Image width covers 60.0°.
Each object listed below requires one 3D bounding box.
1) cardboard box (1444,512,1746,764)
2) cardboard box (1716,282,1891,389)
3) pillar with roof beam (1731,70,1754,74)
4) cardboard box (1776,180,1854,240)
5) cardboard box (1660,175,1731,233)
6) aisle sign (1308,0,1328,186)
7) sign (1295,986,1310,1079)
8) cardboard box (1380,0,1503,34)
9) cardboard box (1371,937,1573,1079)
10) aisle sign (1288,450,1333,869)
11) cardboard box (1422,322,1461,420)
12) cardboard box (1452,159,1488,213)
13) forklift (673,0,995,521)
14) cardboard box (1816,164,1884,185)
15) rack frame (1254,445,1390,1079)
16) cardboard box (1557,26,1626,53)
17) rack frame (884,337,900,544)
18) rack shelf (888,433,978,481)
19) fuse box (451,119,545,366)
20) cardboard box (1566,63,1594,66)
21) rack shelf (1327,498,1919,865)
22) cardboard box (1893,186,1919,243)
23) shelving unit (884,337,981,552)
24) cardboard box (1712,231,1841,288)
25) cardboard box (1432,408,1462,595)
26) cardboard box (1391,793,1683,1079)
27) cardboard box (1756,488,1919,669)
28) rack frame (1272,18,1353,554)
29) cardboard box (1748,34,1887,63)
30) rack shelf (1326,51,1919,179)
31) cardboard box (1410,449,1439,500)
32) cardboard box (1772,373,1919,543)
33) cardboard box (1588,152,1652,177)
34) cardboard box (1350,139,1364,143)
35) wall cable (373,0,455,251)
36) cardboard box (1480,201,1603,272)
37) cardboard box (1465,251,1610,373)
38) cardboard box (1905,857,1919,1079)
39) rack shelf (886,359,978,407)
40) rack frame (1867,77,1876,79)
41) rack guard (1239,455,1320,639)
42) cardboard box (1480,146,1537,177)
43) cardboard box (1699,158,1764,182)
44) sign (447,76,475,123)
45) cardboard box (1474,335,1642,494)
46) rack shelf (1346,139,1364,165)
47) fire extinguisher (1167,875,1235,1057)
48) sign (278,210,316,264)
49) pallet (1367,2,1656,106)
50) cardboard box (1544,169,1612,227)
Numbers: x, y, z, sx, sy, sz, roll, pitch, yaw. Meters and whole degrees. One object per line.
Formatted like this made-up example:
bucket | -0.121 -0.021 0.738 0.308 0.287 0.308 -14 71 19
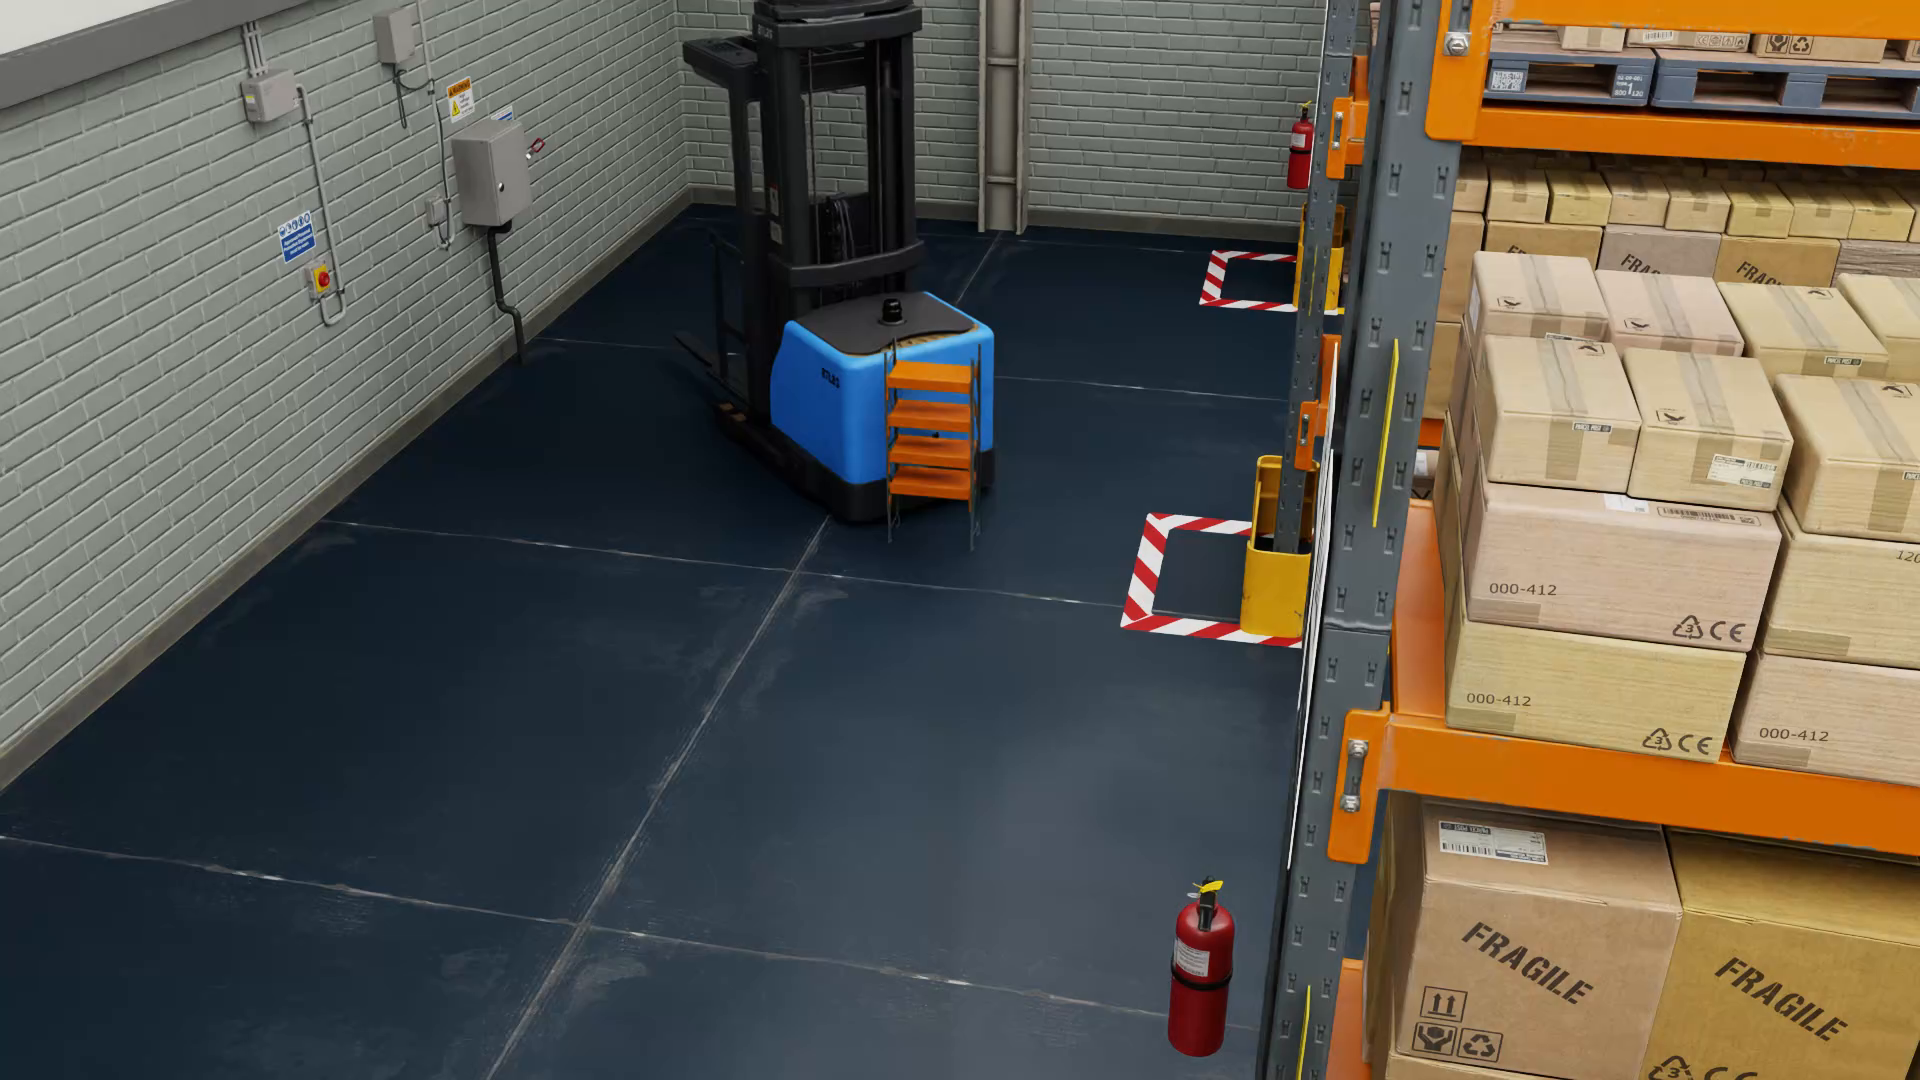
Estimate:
cardboard box | 1.249 0.172 3.344 0.500 0.250 0.500 7 29 12
cardboard box | 1.721 -0.395 3.445 0.250 0.149 0.380 5 29 9
pillar with roof beam | 5.351 -4.111 7.888 0.400 9.000 9.100 6 29 11
cardboard box | 3.862 -1.500 7.546 0.250 0.149 0.380 6 29 11
cardboard box | 3.353 -1.542 7.622 0.250 0.149 0.380 6 29 11
aisle sign | 1.667 -2.089 7.735 0.004 0.787 0.394 6 29 11
sign | 0.750 1.132 3.656 0.005 0.325 0.100 6 29 11
cardboard box | 2.257 -2.553 7.780 0.500 0.250 0.500 3 29 6
cardboard box | 1.244 1.258 3.915 0.500 0.500 0.500 7 30 13
aisle sign | 0.729 0.251 3.462 0.004 0.787 0.394 6 29 11
cardboard box | 2.207 -0.938 8.236 0.500 0.500 0.500 6 29 10
cardboard box | 2.359 -1.686 7.885 0.250 0.149 0.380 7 29 12
forklift | -0.993 -2.062 10.464 1.130 2.935 3.031 -17 33 -28
cardboard box | 4.196 -1.701 7.913 0.250 0.149 0.380 6 29 10
rack frame | 0.863 1.257 4.330 0.127 3.000 1.000 6 29 11
cardboard box | 2.814 -2.294 7.413 0.250 0.149 0.380 7 29 12
rack frame | -0.390 -0.559 9.521 0.015 1.200 0.240 5 29 10
rack shelf | -0.150 -0.477 9.513 0.480 0.148 0.258 5 29 10
fuse box | -3.140 -2.039 11.692 0.414 1.711 0.539 6 29 11
cardboard box | 4.685 -3.480 12.049 0.500 0.500 0.500 7 29 12
rack shelf | 2.819 0.458 3.416 4.000 0.370 1.077 6 29 11
cardboard box | 4.361 -1.457 7.467 0.250 0.149 0.380 6 29 10
shelving unit | -0.150 -0.536 9.480 0.503 1.200 0.258 5 29 10
cardboard box | 3.708 -1.232 7.731 0.500 0.500 0.500 6 29 11
cardboard box | 1.363 -0.071 3.789 0.500 0.250 0.500 5 29 9
cardboard box | 1.247 0.814 3.684 0.500 0.500 0.500 6 29 10
cardboard box | 1.749 0.006 3.127 0.500 0.250 0.500 6 29 10
rack frame | 1.798 -1.077 8.594 0.127 3.000 1.000 6 29 11
cardboard box | 3.738 -2.392 7.227 0.500 0.500 0.500 6 29 11
rack shelf | 3.754 -1.877 7.681 4.000 0.370 1.077 6 29 11
cardboard box | 2.464 -0.119 9.074 0.875 0.438 0.875 5 29 9
cardboard box | 1.628 -0.152 3.001 0.250 0.149 0.380 6 29 10
cardboard box | 3.193 -1.798 8.090 0.250 0.149 0.380 6 29 10
cardboard box | 3.095 -3.137 12.618 0.250 0.149 0.380 6 29 10
wall cable | -3.437 -2.745 10.582 0.122 1.984 0.588 6 29 11
cardboard box | 2.715 -1.329 7.909 0.500 0.500 0.500 5 29 9
cardboard box | 1.250 -0.491 3.621 0.250 0.149 0.380 6 29 10
cardboard box | 2.246 0.924 3.483 0.500 0.500 0.500 5 29 9
rack shelf | -0.150 -0.881 9.292 0.480 0.148 0.258 5 29 10
rack frame | 6.743 -3.008 12.120 0.127 3.000 1.000 6 29 11
rack guard | 1.774 0.017 9.199 0.348 0.500 1.175 6 29 11
cardboard box | 2.714 -1.902 8.280 0.250 0.149 0.380 6 29 10
cardboard box | 3.703 -1.765 8.030 0.250 0.149 0.380 7 29 12
sign | -3.354 -2.961 11.175 0.001 0.242 0.339 6 29 11
cardboard box | 1.132 -0.247 3.175 0.250 0.149 0.380 6 29 10
rack shelf | 4.787 -2.893 12.659 4.000 0.370 1.077 6 29 11
fire extinguisher | 0.713 1.213 4.880 0.183 0.674 0.296 6 29 11
sign | -3.791 -1.734 9.512 0.001 0.218 0.327 6 29 11
pallet | 2.526 -2.285 7.768 1.213 0.211 1.003 6 29 11
cardboard box | 2.850 -1.588 7.706 0.250 0.149 0.380 5 29 9
